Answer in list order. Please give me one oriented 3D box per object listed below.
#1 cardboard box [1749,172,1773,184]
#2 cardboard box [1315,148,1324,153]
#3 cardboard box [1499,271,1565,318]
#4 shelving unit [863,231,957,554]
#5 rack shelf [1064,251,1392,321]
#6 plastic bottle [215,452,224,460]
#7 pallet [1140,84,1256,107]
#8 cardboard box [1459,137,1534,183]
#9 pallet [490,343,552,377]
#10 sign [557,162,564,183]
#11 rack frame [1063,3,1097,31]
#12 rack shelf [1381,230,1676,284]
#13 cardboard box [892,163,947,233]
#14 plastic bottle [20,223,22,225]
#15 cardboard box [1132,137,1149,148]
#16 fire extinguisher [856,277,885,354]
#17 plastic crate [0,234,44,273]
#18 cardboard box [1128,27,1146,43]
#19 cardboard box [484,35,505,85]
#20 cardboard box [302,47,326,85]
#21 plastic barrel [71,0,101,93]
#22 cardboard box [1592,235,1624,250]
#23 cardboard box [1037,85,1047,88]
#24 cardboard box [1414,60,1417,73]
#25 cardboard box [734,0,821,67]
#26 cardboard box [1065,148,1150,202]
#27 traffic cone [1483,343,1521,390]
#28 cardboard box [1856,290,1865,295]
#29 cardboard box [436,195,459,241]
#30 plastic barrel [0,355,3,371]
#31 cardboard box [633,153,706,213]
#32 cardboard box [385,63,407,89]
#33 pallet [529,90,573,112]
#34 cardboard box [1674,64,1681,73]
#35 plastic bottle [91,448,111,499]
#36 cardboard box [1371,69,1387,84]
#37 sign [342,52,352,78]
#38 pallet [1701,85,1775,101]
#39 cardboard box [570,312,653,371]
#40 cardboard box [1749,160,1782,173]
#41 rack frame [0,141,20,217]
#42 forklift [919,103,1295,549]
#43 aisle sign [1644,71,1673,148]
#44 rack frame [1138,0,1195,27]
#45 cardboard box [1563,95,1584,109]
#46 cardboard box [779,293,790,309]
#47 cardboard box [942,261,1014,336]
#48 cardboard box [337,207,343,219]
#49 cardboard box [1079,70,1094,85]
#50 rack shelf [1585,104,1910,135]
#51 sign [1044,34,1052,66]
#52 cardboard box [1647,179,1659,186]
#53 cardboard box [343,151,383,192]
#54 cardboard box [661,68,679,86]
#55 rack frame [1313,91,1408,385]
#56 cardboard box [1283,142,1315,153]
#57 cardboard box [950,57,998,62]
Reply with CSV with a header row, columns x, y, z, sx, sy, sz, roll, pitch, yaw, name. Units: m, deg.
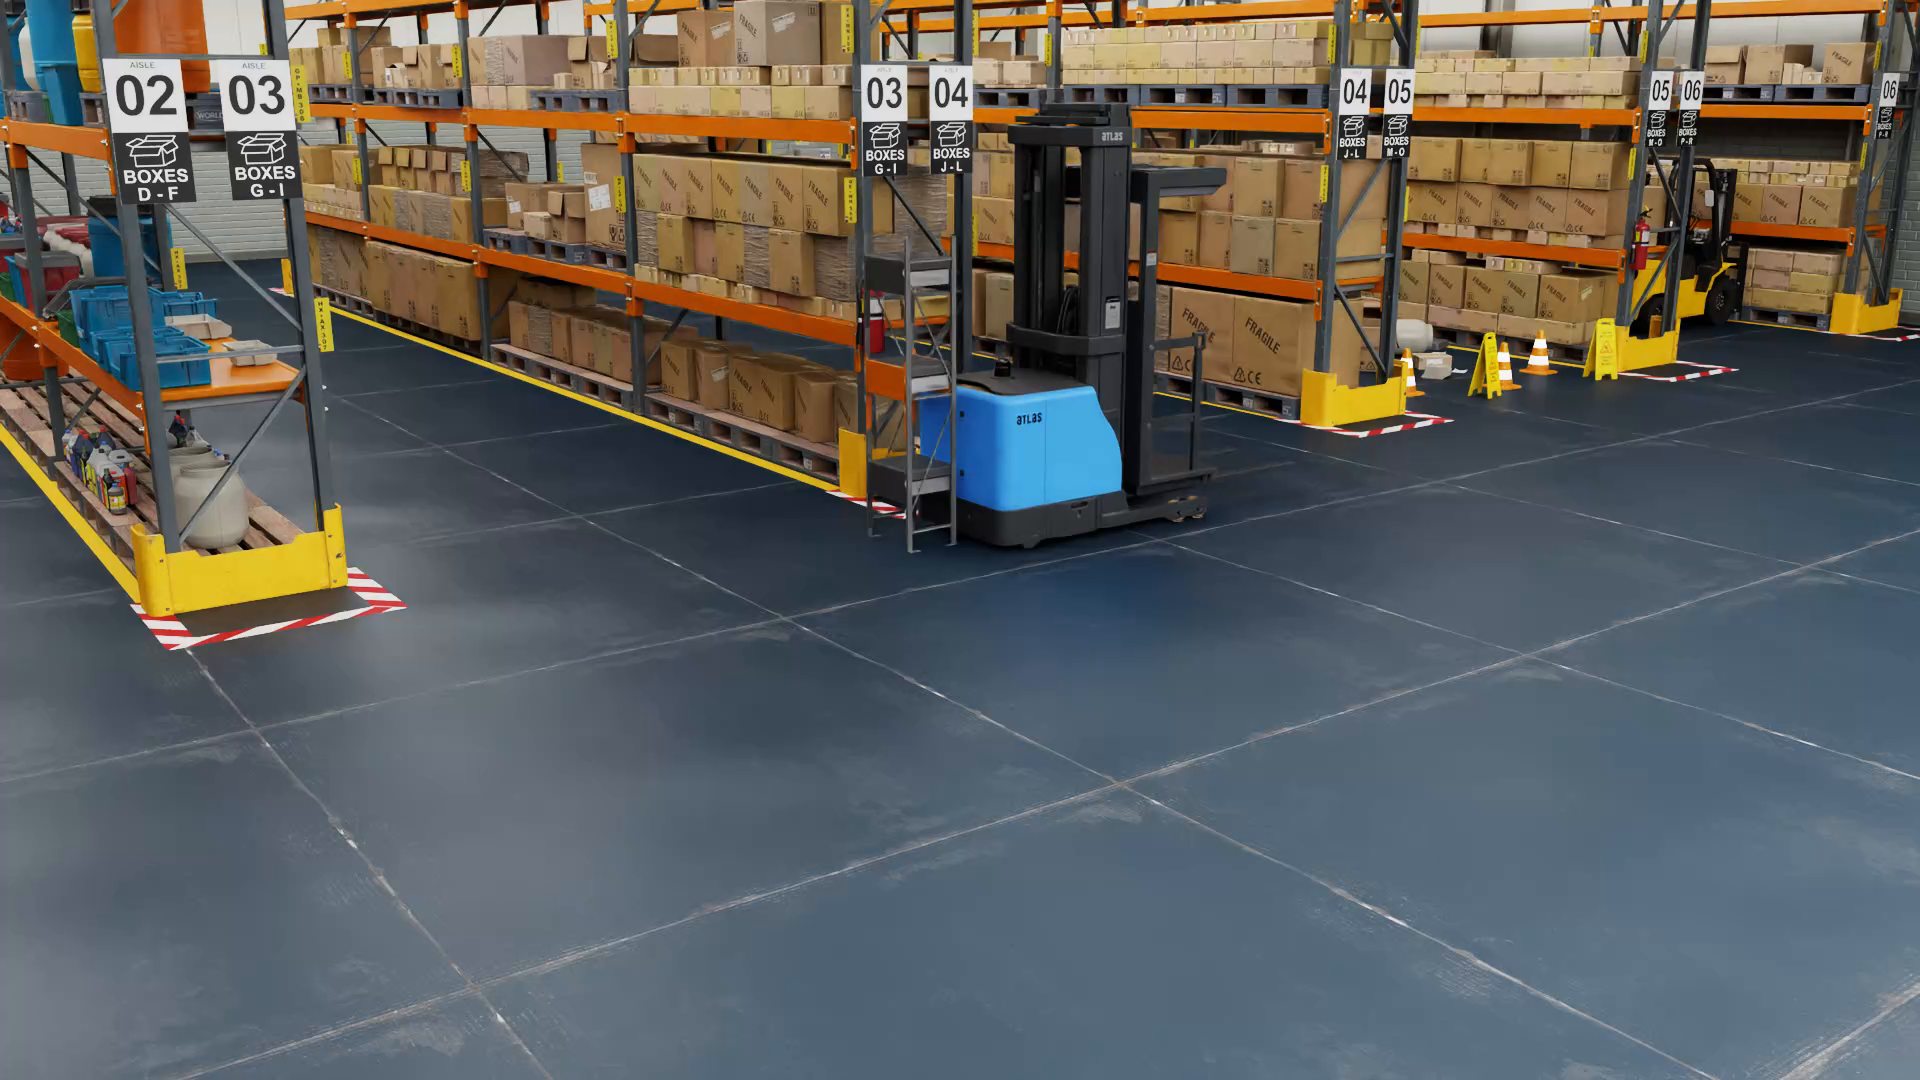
x,y,z,sx,sy,sz,roll,pitch,yaw,name
10.646,-4.789,21.972,0.380,0.149,0.250,-12,19,-36,cardboard box
5.872,-6.458,28.499,0.797,0.503,0.637,-11,19,-36,cardboard box
6.681,-2.886,19.431,0.500,0.500,0.500,-10,18,-33,cardboard box
-0.337,-1.003,11.264,0.431,2.100,0.503,-11,19,-35,shelving unit
2.552,-2.697,17.110,1.077,0.370,4.000,-11,19,-35,rack shelf
-5.365,-0.504,12.072,0.097,0.271,0.097,0,15,0,plastic bottle
2.562,-4.438,16.595,1.003,0.211,1.213,-11,19,-35,pallet
6.340,-4.486,19.637,0.700,0.500,0.500,-11,19,-35,cardboard box
-4.589,-2.065,18.719,1.003,0.211,1.213,-11,19,-35,pallet
-4.614,-4.183,19.134,0.100,0.325,0.005,-11,19,-35,sign
2.278,-10.488,32.849,1.000,3.000,0.127,-11,19,-35,rack frame
6.496,-3.487,19.996,1.077,0.370,4.000,-11,19,-35,rack shelf
-0.447,-2.702,13.119,0.500,0.500,0.500,-11,19,-35,cardboard box
-10.401,-3.382,18.487,0.152,0.276,0.135,-11,19,-35,plastic bottle
2.453,-5.715,24.692,0.500,0.500,0.500,-11,19,-36,cardboard box
-0.649,-1.735,12.380,0.296,0.674,0.183,-11,19,-35,fire extinguisher
-8.351,-2.446,14.710,0.402,0.464,0.583,-11,19,-35,plastic crate
1.916,-5.084,16.767,0.380,0.149,0.250,-11,19,-34,cardboard box
-4.684,-5.064,17.576,0.500,0.500,0.500,-11,19,-34,cardboard box
-8.826,-6.686,23.467,0.700,0.500,0.500,-12,20,-38,cardboard box
-5.123,-3.063,10.252,0.600,0.588,0.600,0,15,0,plastic barrel
7.279,-3.332,18.544,0.380,0.149,0.250,-10,18,-33,cardboard box
1.408,-7.109,25.645,0.396,0.266,0.258,-9,18,-30,cardboard box
5.566,-5.744,20.165,0.380,0.149,0.250,-12,19,-36,cardboard box
-1.460,-4.040,13.271,0.500,0.500,0.500,-11,19,-35,cardboard box
1.565,-3.980,18.105,0.875,0.550,0.550,-11,19,-35,cardboard box
5.678,-1.830,17.384,0.336,0.463,0.334,-11,19,-35,traffic cone
11.555,-3.189,21.960,0.500,0.250,0.500,-11,19,-34,cardboard box
-5.826,-3.799,19.585,0.500,0.500,0.500,-11,19,-35,cardboard box
-9.760,-2.019,17.188,0.421,0.512,0.421,0,15,0,plastic barrel
-2.637,-3.261,15.161,0.500,0.500,0.500,-11,19,-35,cardboard box
-6.827,-5.789,20.736,0.500,0.311,0.500,-12,19,-36,cardboard box
-3.585,-4.448,16.819,1.213,0.211,1.003,-11,19,-35,pallet
9.625,-6.471,23.039,0.500,0.311,0.500,-10,18,-33,cardboard box
-6.093,-0.481,11.834,0.144,0.351,0.185,-10,18,-32,plastic bottle
3.786,-4.316,15.472,0.380,0.149,0.250,-11,19,-34,cardboard box
-7.847,-6.079,21.292,0.100,0.325,0.005,-11,19,-35,sign
10.569,-5.998,22.293,1.003,0.211,1.213,-11,19,-35,pallet
-3.634,-2.088,17.423,0.700,0.500,0.500,-13,20,-39,cardboard box
10.629,-4.929,21.920,0.380,0.149,0.250,-10,18,-33,cardboard box
-11.406,-3.662,19.273,1.000,3.000,0.127,-11,19,-35,rack frame
1.192,-1.640,12.017,3.031,2.935,1.130,-11,19,-35,forklift
7.474,-4.602,17.784,0.394,0.787,0.004,-11,19,-35,aisle sign
2.969,-8.008,23.790,1.000,3.000,0.127,-11,19,-35,rack frame
6.935,-4.875,18.499,0.380,0.149,0.250,-10,18,-33,cardboard box
-1.261,-1.990,13.642,0.380,0.149,0.250,-11,19,-35,cardboard box
0.374,-2.913,20.005,1.050,0.750,0.750,-11,19,-35,cardboard box
-8.297,-4.488,22.769,0.380,0.149,0.250,-10,18,-34,cardboard box
1.469,-4.862,17.466,0.380,0.149,0.250,-11,19,-34,cardboard box
10.509,-5.705,22.417,1.077,0.370,4.000,-11,19,-35,rack shelf
0.943,-5.232,17.754,0.100,0.325,0.005,-11,19,-35,sign
9.703,-4.836,23.374,0.500,0.500,0.500,-10,18,-34,cardboard box
-7.886,-4.920,22.171,0.500,0.500,0.500,-10,18,-33,cardboard box
-2.399,-4.064,14.590,0.380,0.149,0.250,-11,19,-34,cardboard box
3.728,-2.617,15.454,1.000,3.000,0.127,-11,19,-35,rack frame
4.608,-5.339,22.624,0.380,0.149,0.250,-10,18,-31,cardboard box
0.167,-5.465,19.365,0.500,0.311,0.500,-12,19,-37,cardboard box
